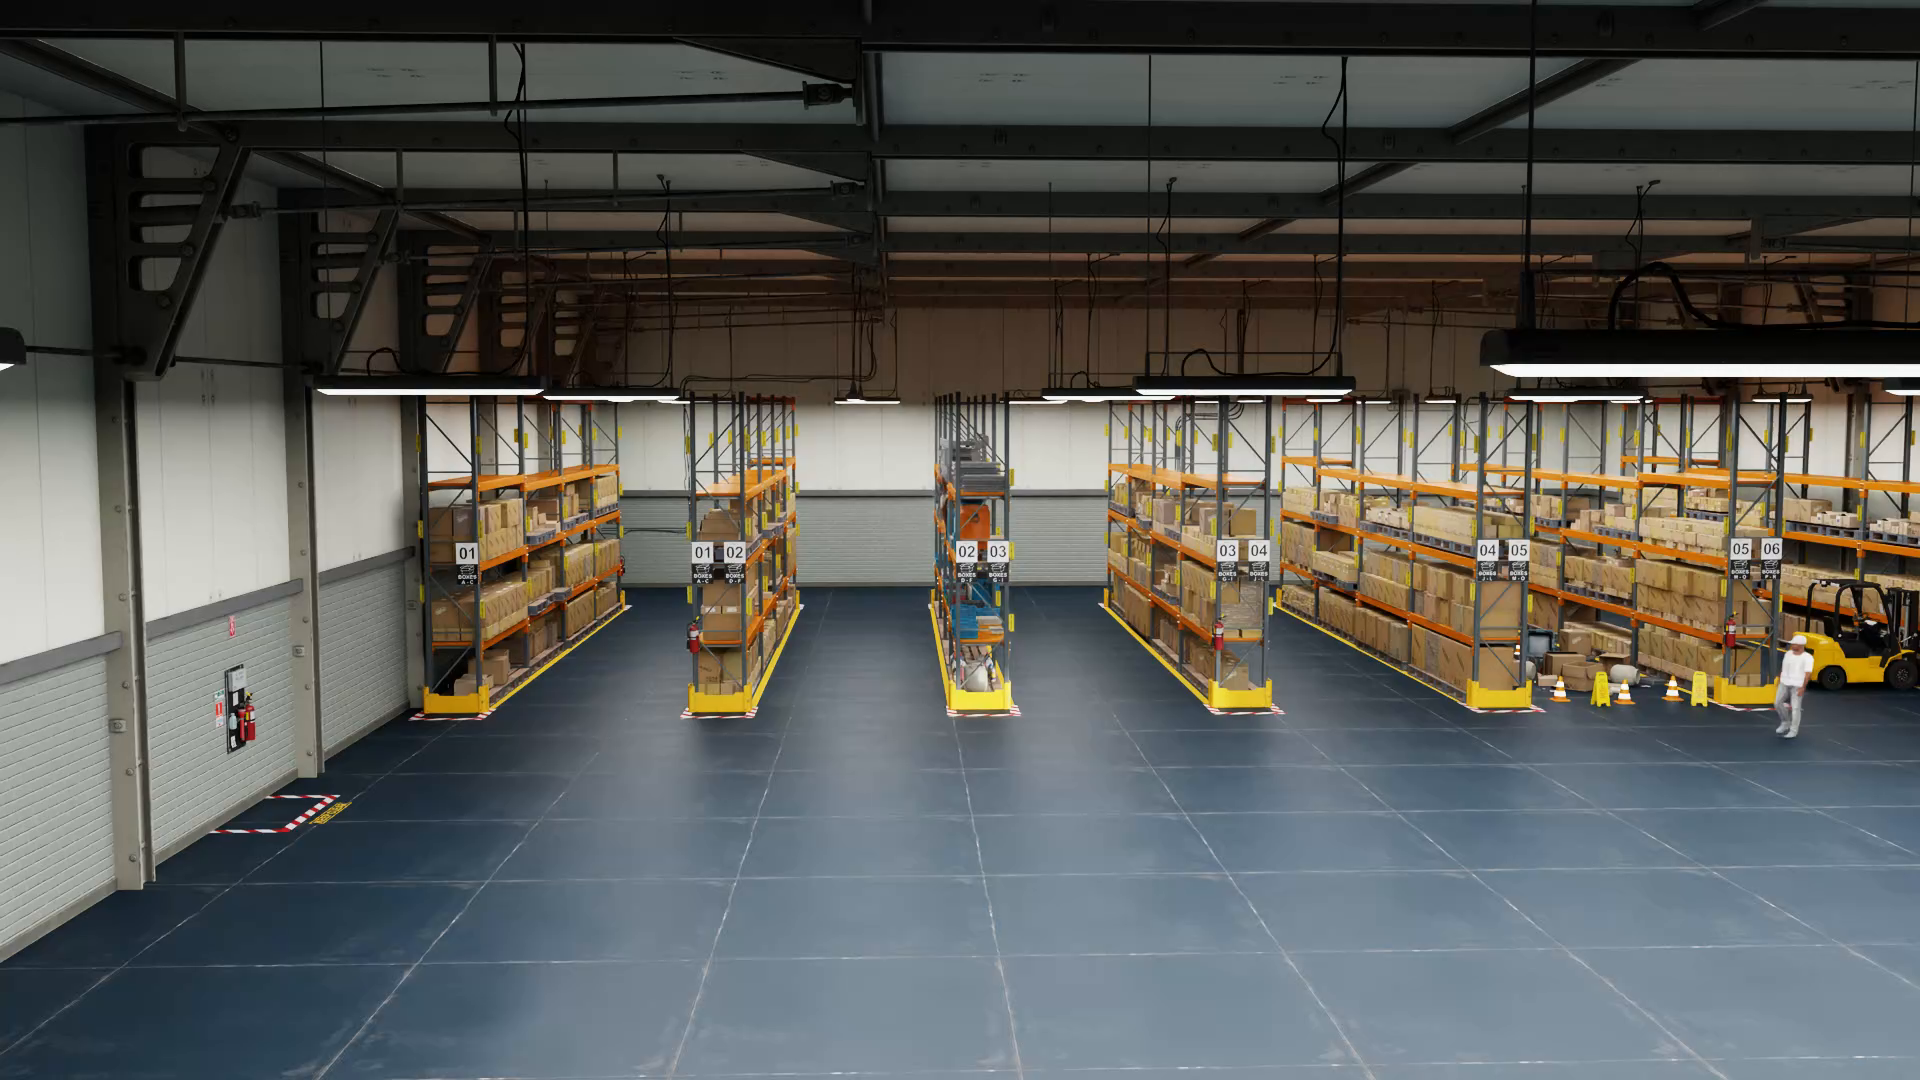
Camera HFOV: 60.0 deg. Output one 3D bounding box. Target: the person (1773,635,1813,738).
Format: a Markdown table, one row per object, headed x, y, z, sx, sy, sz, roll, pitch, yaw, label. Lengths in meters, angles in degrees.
| x | y | z | sx | sy | sz | roll | pitch | yaw | label |
| --- | --- | --- | --- | --- | --- | --- | --- | --- | --- |
| 14.439 | 2.532 | 28.891 | 0.524 | 1.774 | 0.657 | -3 | 5 | -33 | person |

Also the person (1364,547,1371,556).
| x | y | z | sx | sy | sz | roll | pitch | yaw | label |
| --- | --- | --- | --- | --- | --- | --- | --- | --- | --- |
| 11.711 | 1.030 | 47.941 | 1.040 | 1.671 | 0.608 | 3 | 6 | 36 | person |
